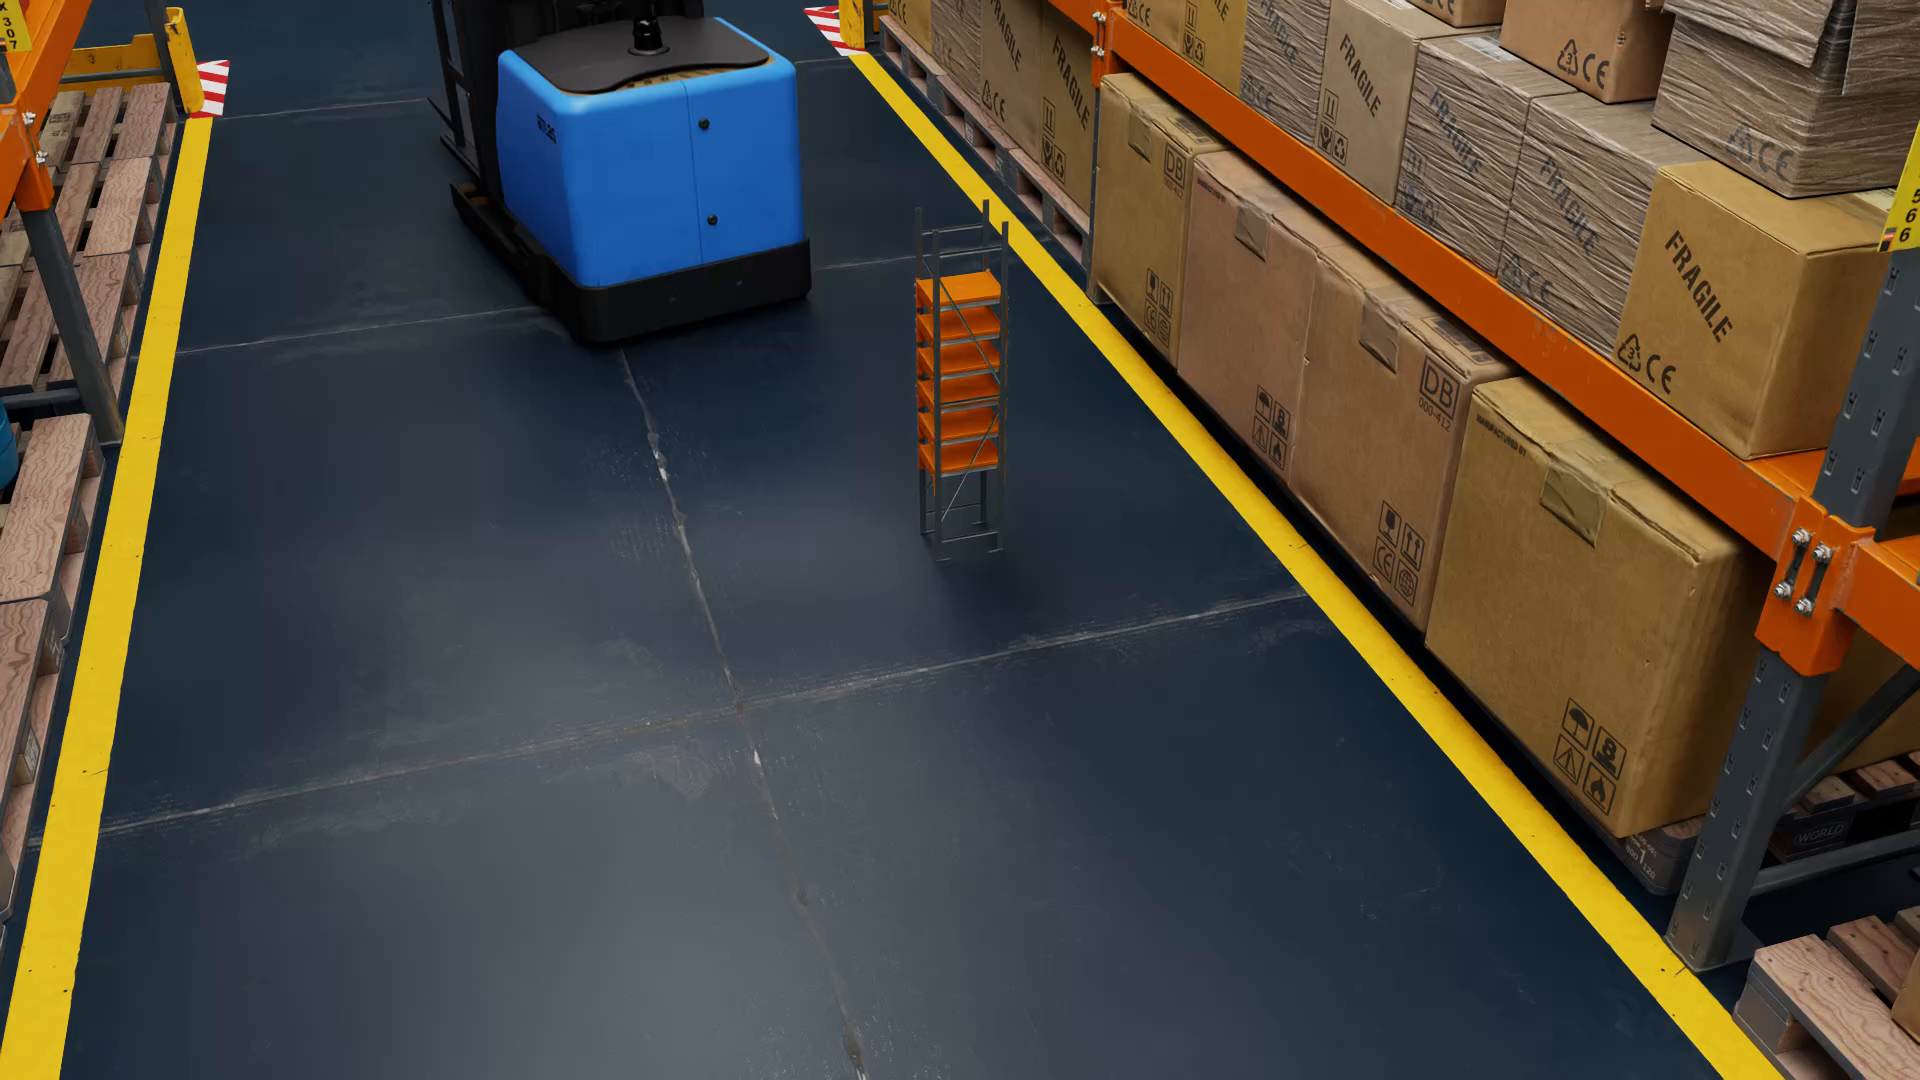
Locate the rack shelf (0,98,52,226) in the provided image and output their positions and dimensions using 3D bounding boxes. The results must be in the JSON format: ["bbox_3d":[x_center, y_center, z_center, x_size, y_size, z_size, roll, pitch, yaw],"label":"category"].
[{"bbox_3d":[-3.053,-0.205,3.992,1.077,0.370,4.000,-10,35,-15],"label":"rack shelf"}]

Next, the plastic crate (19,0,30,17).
[{"bbox_3d":[-3.696,-2.118,6.122,0.402,0.464,0.583,-10,35,-15],"label":"plastic crate"}]

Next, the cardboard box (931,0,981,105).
[{"bbox_3d":[0.383,-2.977,9.081,0.875,0.875,0.875,-10,35,-15],"label":"cardboard box"}]

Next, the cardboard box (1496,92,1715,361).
[{"bbox_3d":[1.741,-0.810,4.164,0.500,0.500,0.500,-10,35,-15],"label":"cardboard box"}]

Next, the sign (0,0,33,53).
[{"bbox_3d":[-3.139,-1.762,5.445,0.100,0.325,0.005,-10,35,-15],"label":"sign"}]

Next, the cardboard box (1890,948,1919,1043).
[{"bbox_3d":[2.497,0.919,3.506,0.700,0.500,0.500,-12,35,-17],"label":"cardboard box"}]

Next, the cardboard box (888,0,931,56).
[{"bbox_3d":[0.105,-3.455,9.804,0.875,0.875,0.875,-10,35,-15],"label":"cardboard box"}]

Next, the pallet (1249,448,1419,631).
[{"bbox_3d":[1.737,-0.191,5.847,1.003,0.211,1.213,-10,35,-15],"label":"pallet"}]

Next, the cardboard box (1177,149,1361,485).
[{"bbox_3d":[1.542,-0.875,5.900,1.225,0.875,0.875,-11,35,-16],"label":"cardboard box"}]

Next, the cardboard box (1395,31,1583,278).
[{"bbox_3d":[1.580,-1.082,4.576,0.500,0.500,0.500,-11,35,-16],"label":"cardboard box"}]

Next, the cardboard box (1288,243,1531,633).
[{"bbox_3d":[1.819,-0.412,5.199,1.225,0.875,0.875,-10,35,-15],"label":"cardboard box"}]

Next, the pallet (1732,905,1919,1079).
[{"bbox_3d":[2.511,1.286,3.613,1.003,0.211,1.213,-10,35,-15],"label":"pallet"}]

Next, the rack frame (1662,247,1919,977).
[{"bbox_3d":[2.274,-0.288,3.465,1.000,3.000,0.127,-10,35,-15],"label":"rack frame"}]

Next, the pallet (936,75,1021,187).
[{"bbox_3d":[0.521,-2.279,9.008,1.003,0.211,1.213,-10,35,-15],"label":"pallet"}]

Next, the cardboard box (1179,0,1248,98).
[{"bbox_3d":[1.110,-1.883,5.788,0.500,0.500,0.500,-10,35,-15],"label":"cardboard box"}]

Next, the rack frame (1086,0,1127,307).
[{"bbox_3d":[1.054,-2.388,6.644,1.000,3.000,0.127,-10,35,-15],"label":"rack frame"}]

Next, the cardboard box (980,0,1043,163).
[{"bbox_3d":[0.654,-2.510,8.373,0.875,0.875,0.875,-10,35,-15],"label":"cardboard box"}]

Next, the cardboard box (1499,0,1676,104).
[{"bbox_3d":[1.870,-1.478,4.265,0.797,0.503,0.637,-9,35,-14],"label":"cardboard box"}]

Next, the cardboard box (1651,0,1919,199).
[{"bbox_3d":[2.066,-1.135,3.746,0.797,0.503,0.637,-9,34,-13],"label":"cardboard box"}]

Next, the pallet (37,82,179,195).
[{"bbox_3d":[-4.669,-2.053,8.665,1.003,0.211,1.213,-10,35,-15],"label":"pallet"}]

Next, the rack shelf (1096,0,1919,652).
[{"bbox_3d":[1.664,-1.038,5.253,1.077,0.370,4.000,-10,35,-15],"label":"rack shelf"}]

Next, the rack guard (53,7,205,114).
[{"bbox_3d":[-4.903,-2.623,9.266,1.175,0.500,0.348,-10,35,-15],"label":"rack guard"}]

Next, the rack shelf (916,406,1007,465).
[{"bbox_3d":[0.004,-0.356,5.498,0.258,0.103,0.180,-10,35,-15],"label":"rack shelf"}]

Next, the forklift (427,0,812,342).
[{"bbox_3d":[-1.828,-2.823,7.364,1.130,2.935,3.031,-18,37,-25],"label":"forklift"}]

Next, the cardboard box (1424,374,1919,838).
[{"bbox_3d":[2.083,0.057,4.489,1.225,0.875,0.875,-12,35,-17],"label":"cardboard box"}]

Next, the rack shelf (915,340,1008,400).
[{"bbox_3d":[0.004,-0.556,5.366,0.258,0.103,0.180,-10,35,-15],"label":"rack shelf"}]

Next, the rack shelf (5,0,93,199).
[{"bbox_3d":[-4.273,-2.305,7.171,1.077,0.370,4.000,-10,35,-15],"label":"rack shelf"}]

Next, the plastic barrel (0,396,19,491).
[{"bbox_3d":[-3.513,-0.567,5.409,0.600,0.901,0.708,-10,35,-15],"label":"plastic barrel"}]

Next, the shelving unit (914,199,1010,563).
[{"bbox_3d":[0.004,-0.493,5.408,0.258,1.200,0.189,-10,35,-15],"label":"shelving unit"}]

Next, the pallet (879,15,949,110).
[{"bbox_3d":[0.152,-2.918,9.975,1.003,0.211,1.213,-10,35,-15],"label":"pallet"}]

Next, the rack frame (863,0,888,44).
[{"bbox_3d":[-0.166,-4.488,9.822,1.000,3.000,0.127,-10,35,-15],"label":"rack frame"}]

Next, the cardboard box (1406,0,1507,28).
[{"bbox_3d":[1.659,-1.829,4.796,0.797,0.503,0.637,-9,34,-13],"label":"cardboard box"}]

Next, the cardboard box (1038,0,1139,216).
[{"bbox_3d":[0.929,-2.037,7.658,0.875,0.875,0.875,-10,35,-15],"label":"cardboard box"}]

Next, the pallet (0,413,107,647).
[{"bbox_3d":[-3.467,0.020,5.528,1.003,0.211,1.213,-10,35,-15],"label":"pallet"}]

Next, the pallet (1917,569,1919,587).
[{"bbox_3d":[2.593,0.148,2.979,1.213,0.211,1.003,-10,35,-15],"label":"pallet"}]

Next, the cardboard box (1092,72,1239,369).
[{"bbox_3d":[1.268,-1.344,6.610,1.225,0.875,0.875,-10,35,-15],"label":"cardboard box"}]

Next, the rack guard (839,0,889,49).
[{"bbox_3d":[-0.174,-3.458,10.530,1.175,0.500,0.348,-10,35,-15],"label":"rack guard"}]

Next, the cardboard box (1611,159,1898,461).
[{"bbox_3d":[1.888,-0.547,3.767,0.500,0.500,0.500,-9,35,-13],"label":"cardboard box"}]

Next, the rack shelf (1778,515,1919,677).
[{"bbox_3d":[2.884,1.062,2.075,1.077,0.370,4.000,-10,35,-15],"label":"rack shelf"}]

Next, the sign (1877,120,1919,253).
[{"bbox_3d":[1.746,-0.676,3.002,0.100,0.325,0.005,-10,35,-15],"label":"sign"}]

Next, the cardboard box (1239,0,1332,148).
[{"bbox_3d":[1.263,-1.620,5.390,0.500,0.500,0.500,-11,35,-16],"label":"cardboard box"}]

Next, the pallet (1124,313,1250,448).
[{"bbox_3d":[1.361,-0.833,6.818,1.003,0.211,1.213,-10,35,-15],"label":"pallet"}]

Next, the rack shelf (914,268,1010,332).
[{"bbox_3d":[0.004,-0.756,5.234,0.258,0.103,0.180,-10,35,-15],"label":"rack shelf"}]

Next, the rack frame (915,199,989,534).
[{"bbox_3d":[-0.023,-0.541,5.480,0.240,1.200,0.006,-10,35,-15],"label":"rack frame"}]

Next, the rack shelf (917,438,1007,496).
[{"bbox_3d":[0.004,-0.256,5.565,0.258,0.103,0.180,-10,35,-15],"label":"rack shelf"}]

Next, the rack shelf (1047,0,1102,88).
[{"bbox_3d":[0.444,-3.138,8.431,1.077,0.370,4.000,-10,35,-15],"label":"rack shelf"}]

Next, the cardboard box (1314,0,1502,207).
[{"bbox_3d":[1.425,-1.350,4.981,0.500,0.500,0.500,-9,35,-14],"label":"cardboard box"}]

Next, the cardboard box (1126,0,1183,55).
[{"bbox_3d":[0.956,-2.147,6.187,0.500,0.500,0.500,-10,35,-15],"label":"cardboard box"}]

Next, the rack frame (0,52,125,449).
[{"bbox_3d":[-3.663,-1.555,5.383,1.000,3.000,0.127,-10,35,-15],"label":"rack frame"}]

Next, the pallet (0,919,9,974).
[{"bbox_3d":[-2.723,1.301,3.589,1.003,0.211,1.213,-10,35,-15],"label":"pallet"}]

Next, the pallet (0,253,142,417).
[{"bbox_3d":[-3.924,-0.772,6.726,1.003,0.211,1.213,-10,35,-15],"label":"pallet"}]

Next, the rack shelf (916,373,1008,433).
[{"bbox_3d":[0.004,-0.456,5.432,0.258,0.103,0.180,-10,35,-15],"label":"rack shelf"}]

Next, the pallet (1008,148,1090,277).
[{"bbox_3d":[0.896,-1.637,8.036,1.003,0.211,1.213,-10,35,-15],"label":"pallet"}]

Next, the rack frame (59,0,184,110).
[{"bbox_3d":[-4.883,-3.656,8.561,1.000,3.000,0.127,-10,35,-15],"label":"rack frame"}]

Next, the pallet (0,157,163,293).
[{"bbox_3d":[-4.300,-1.413,7.697,1.003,0.211,1.213,-10,35,-15],"label":"pallet"}]

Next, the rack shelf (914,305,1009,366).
[{"bbox_3d":[0.004,-0.656,5.300,0.258,0.103,0.180,-10,35,-15],"label":"rack shelf"}]

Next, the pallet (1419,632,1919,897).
[{"bbox_3d":[2.105,0.449,4.880,1.003,0.211,1.213,-10,35,-15],"label":"pallet"}]

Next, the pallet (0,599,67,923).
[{"bbox_3d":[-3.091,0.662,4.557,1.003,0.211,1.213,-10,35,-15],"label":"pallet"}]

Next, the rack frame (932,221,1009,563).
[{"bbox_3d":[0.032,-0.445,5.335,0.240,1.200,0.006,-10,35,-15],"label":"rack frame"}]
